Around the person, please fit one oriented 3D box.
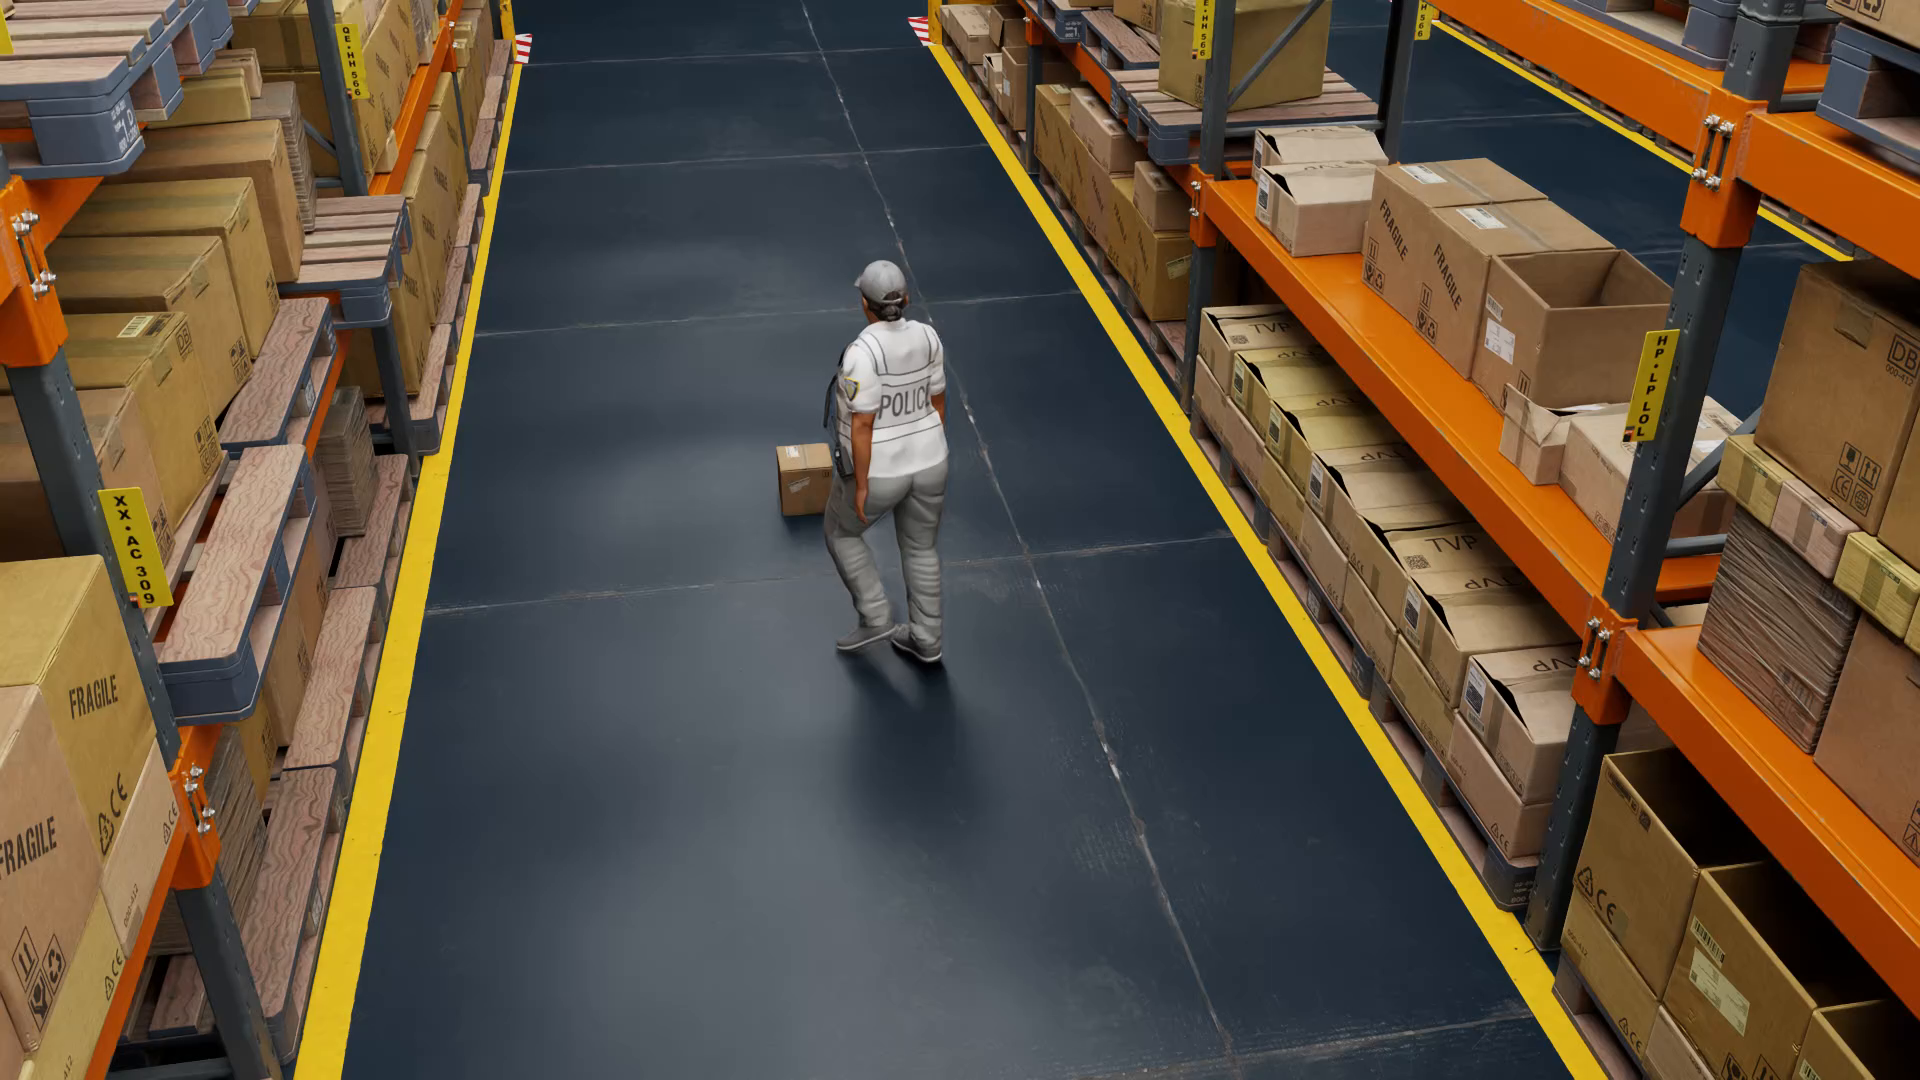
[{"bbox_3d":[-0.262,-0.287,6.588,0.512,1.655,0.515,-21,37,-30],"label":"person"}]
